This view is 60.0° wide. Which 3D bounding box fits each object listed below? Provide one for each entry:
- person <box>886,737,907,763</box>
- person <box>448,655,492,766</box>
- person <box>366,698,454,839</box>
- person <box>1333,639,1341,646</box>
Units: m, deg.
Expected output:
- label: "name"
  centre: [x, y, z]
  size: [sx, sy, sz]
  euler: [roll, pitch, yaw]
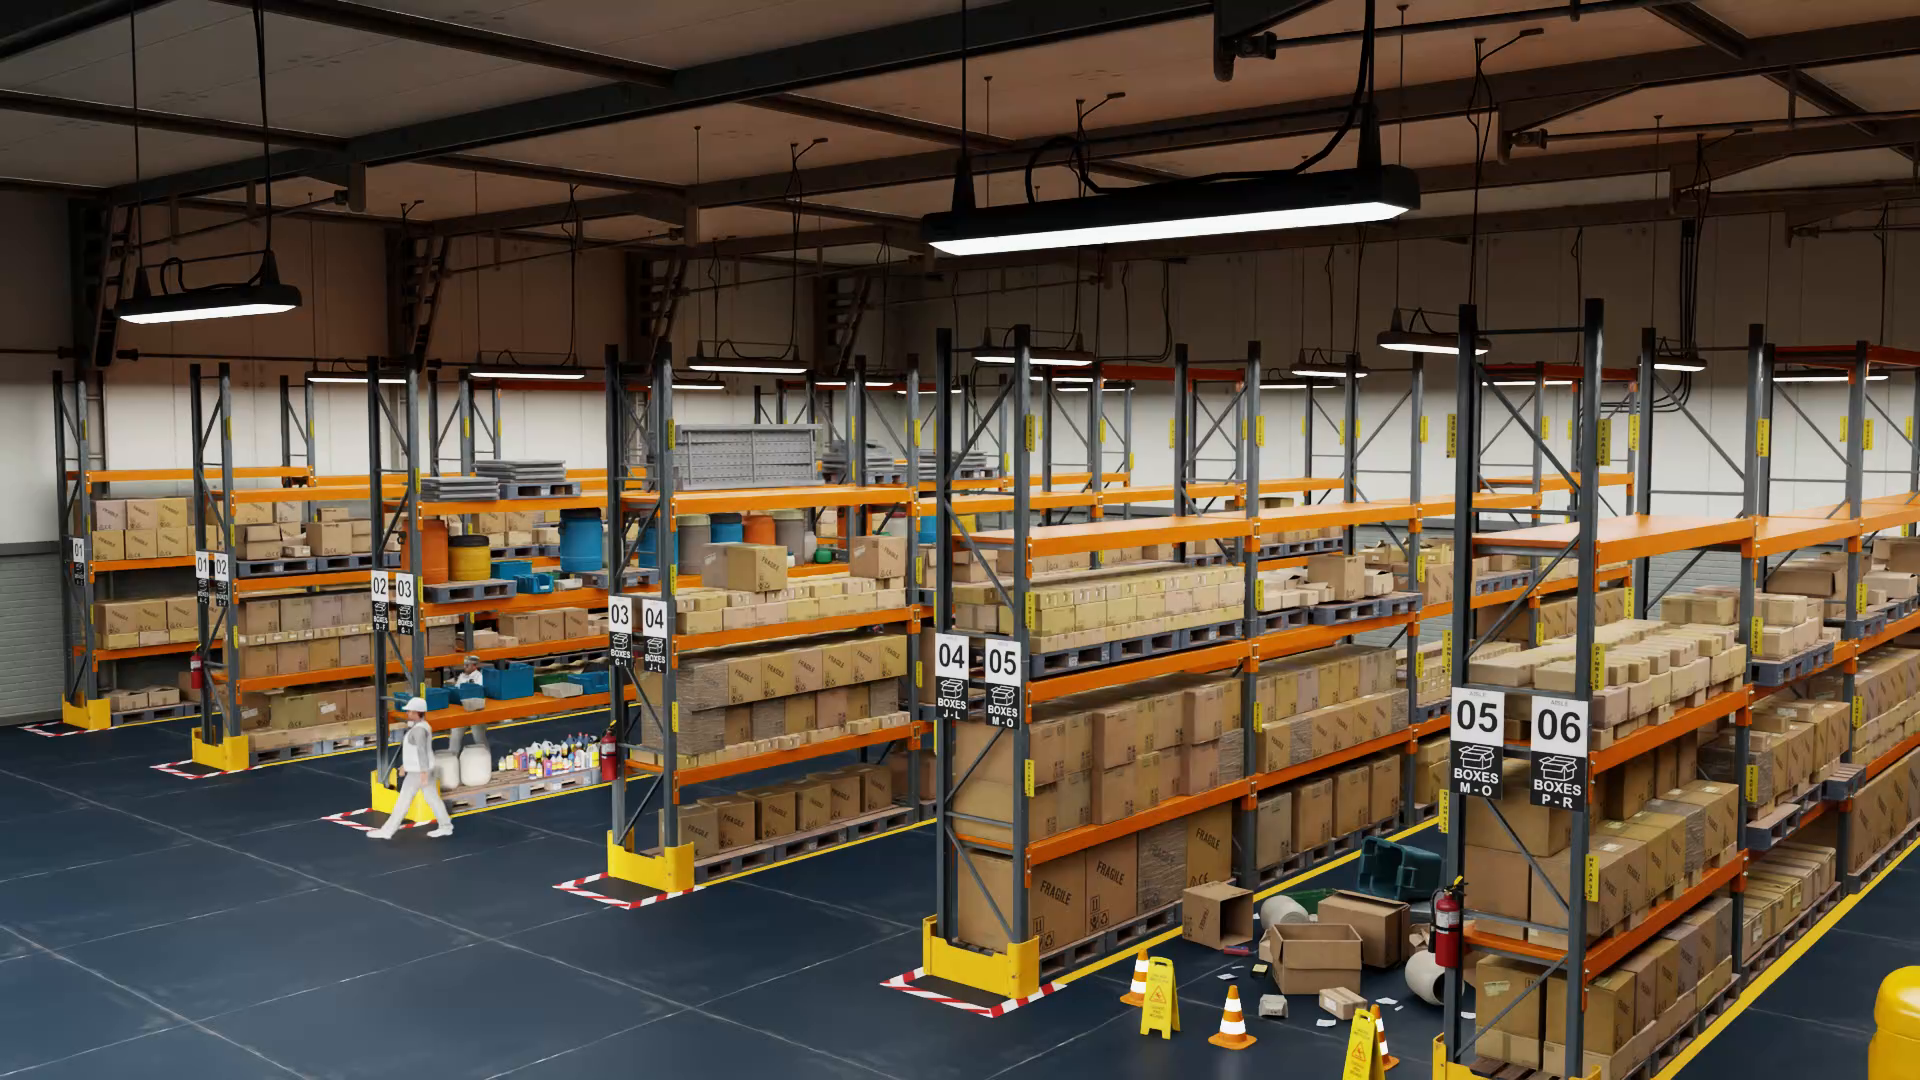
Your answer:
- label: "person"
  centre: [-0.957, 2.454, 25.200]
  size: [0.829, 1.773, 0.637]
  euler: [-3, 5, -39]
- label: "person"
  centre: [-7.202, 2.533, 24.243]
  size: [0.559, 1.727, 0.829]
  euler: [2, 4, 23]
- label: "person"
  centre: [-6.748, 2.798, 20.423]
  size: [0.989, 1.729, 0.564]
  euler: [0, 4, -6]
- label: "person"
  centre: [6.049, 2.401, 26.896]
  size: [0.998, 1.596, 0.559]
  euler: [-4, 6, -44]
